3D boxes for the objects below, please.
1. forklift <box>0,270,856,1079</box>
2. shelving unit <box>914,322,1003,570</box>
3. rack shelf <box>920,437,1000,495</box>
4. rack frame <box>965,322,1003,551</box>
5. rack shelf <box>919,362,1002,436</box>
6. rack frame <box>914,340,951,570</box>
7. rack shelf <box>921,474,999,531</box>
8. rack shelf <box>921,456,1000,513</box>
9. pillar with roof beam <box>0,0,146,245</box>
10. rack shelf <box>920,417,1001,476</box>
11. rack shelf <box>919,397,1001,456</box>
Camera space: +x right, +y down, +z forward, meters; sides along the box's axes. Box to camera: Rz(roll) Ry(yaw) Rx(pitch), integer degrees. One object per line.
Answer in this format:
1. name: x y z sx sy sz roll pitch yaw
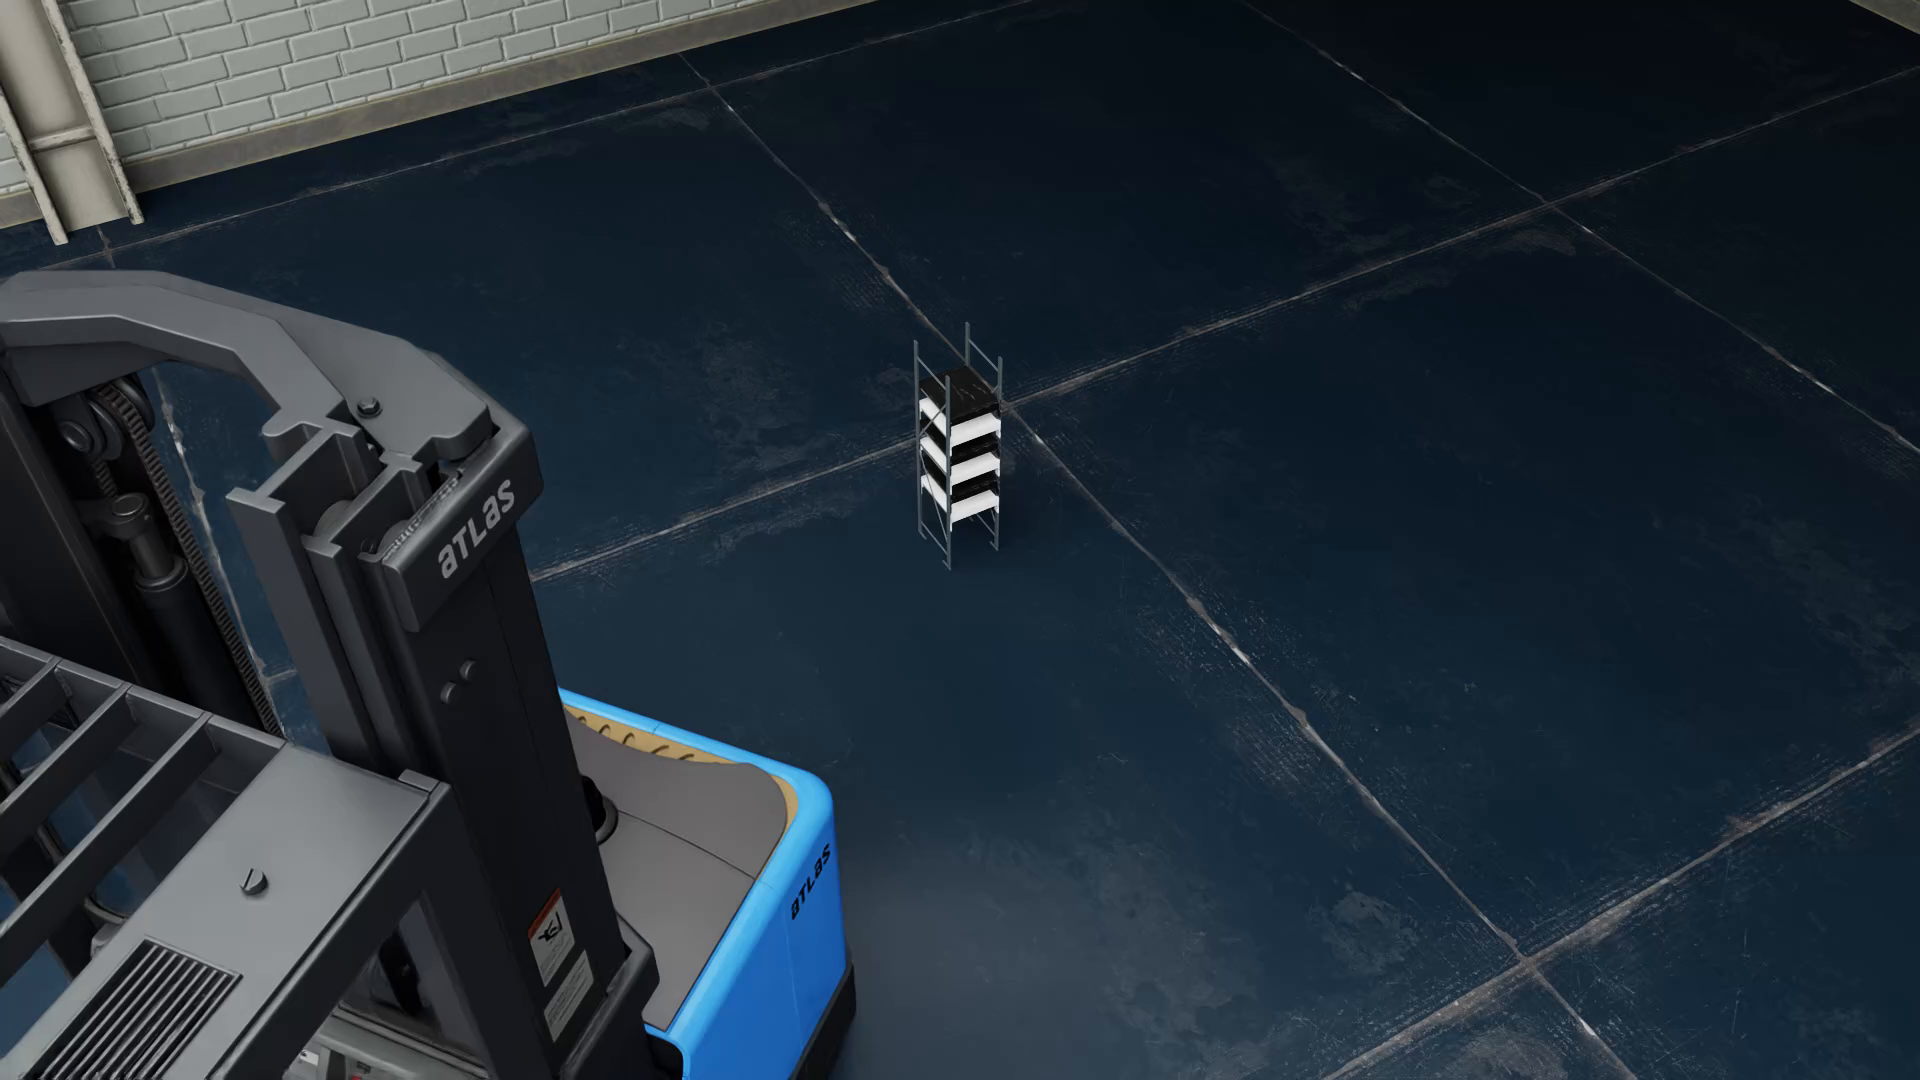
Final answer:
1. forklift: -1.327 1.132 2.979 1.130 2.935 3.031 16 46 16
2. shelving unit: -0.007 -0.320 5.934 0.210 0.900 0.258 -22 48 -21
3. rack shelf: -0.007 -0.296 5.957 0.200 0.077 0.258 -22 48 -21
4. rack frame: 0.081 -0.355 5.970 0.006 0.900 0.240 -22 48 -21
5. rack shelf: -0.007 -0.490 5.769 0.200 0.077 0.258 -22 48 -21
6. rack frame: -0.095 -0.285 5.897 0.006 0.900 0.240 -22 48 -21
7. rack shelf: -0.007 -0.167 6.082 0.200 0.077 0.258 -22 48 -21
8. rack shelf: -0.007 -0.232 6.020 0.200 0.077 0.258 -22 48 -21
9. pillar with roof beam: -1.917 -2.144 1.998 0.400 9.000 9.100 -22 48 -21
10. rack shelf: -0.007 -0.361 5.894 0.200 0.077 0.258 -22 48 -21
11. rack shelf: -0.007 -0.425 5.832 0.200 0.077 0.258 -22 48 -21
